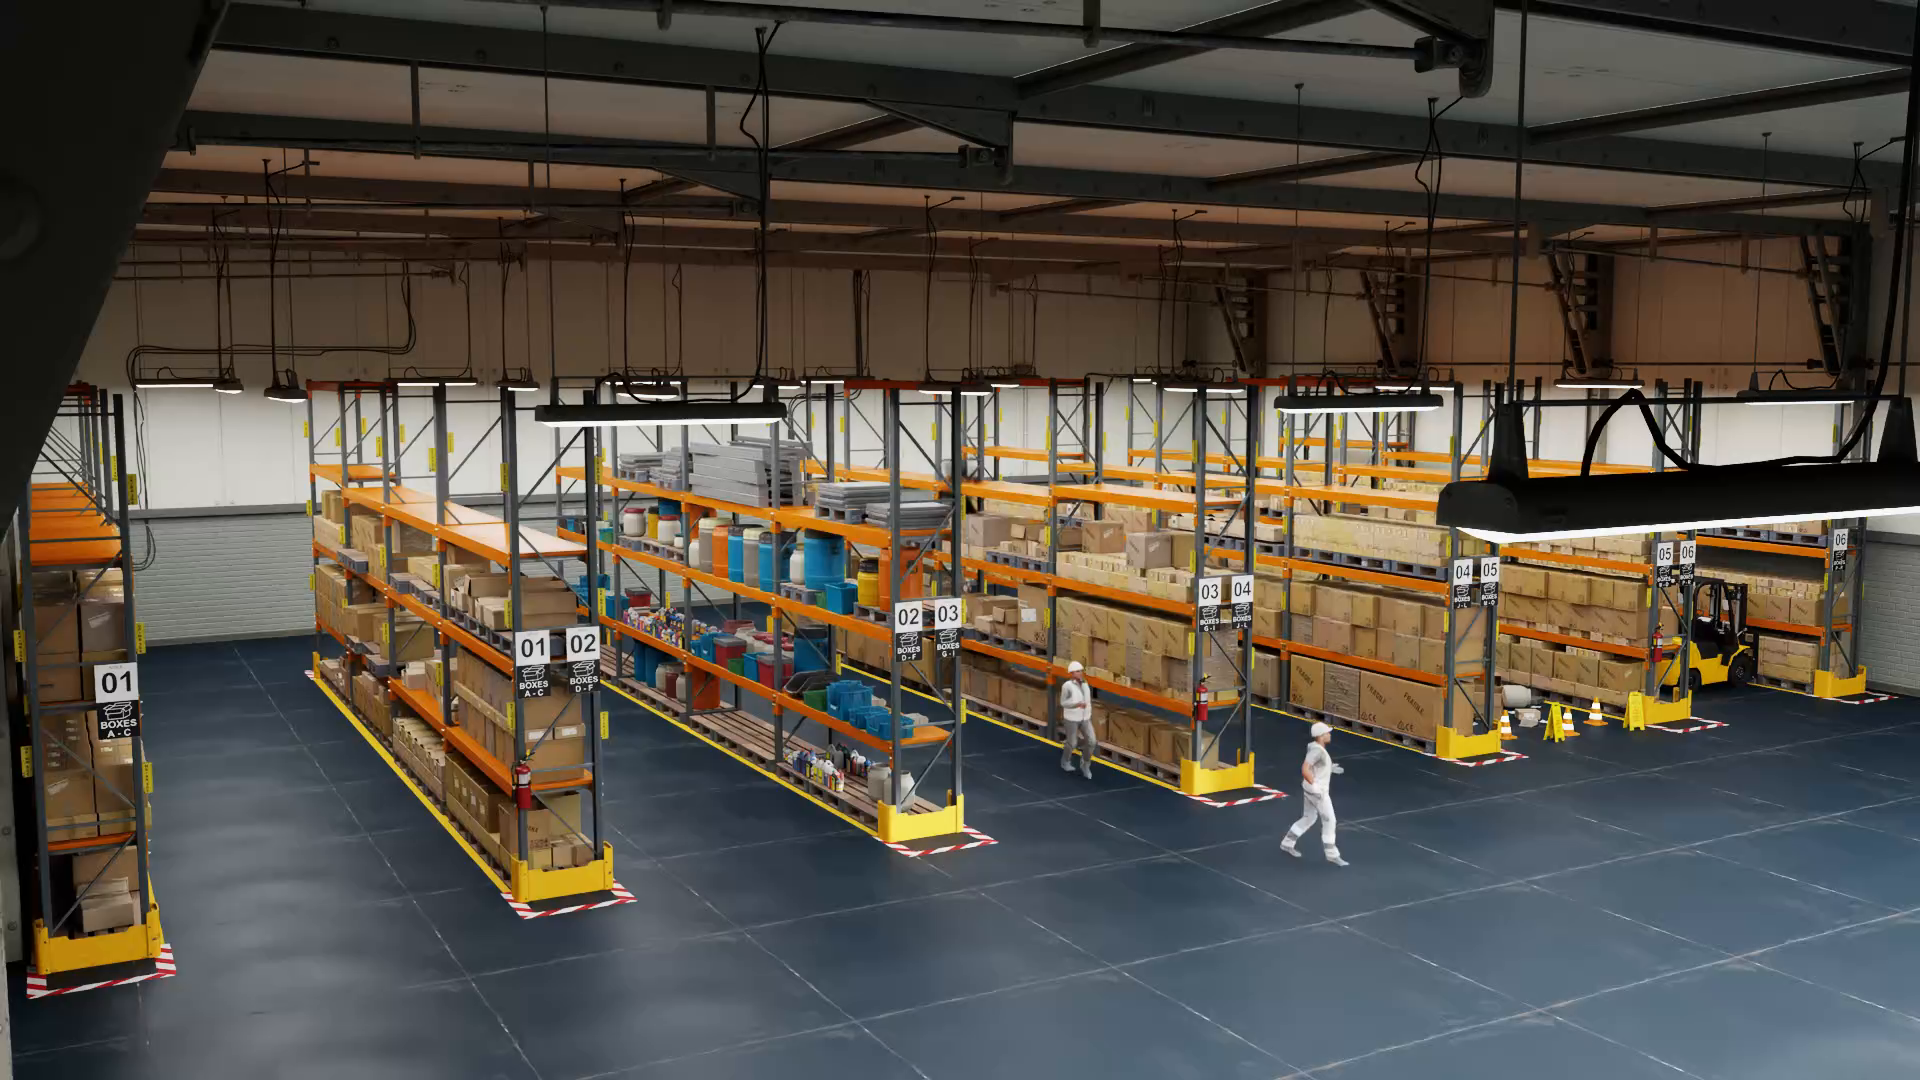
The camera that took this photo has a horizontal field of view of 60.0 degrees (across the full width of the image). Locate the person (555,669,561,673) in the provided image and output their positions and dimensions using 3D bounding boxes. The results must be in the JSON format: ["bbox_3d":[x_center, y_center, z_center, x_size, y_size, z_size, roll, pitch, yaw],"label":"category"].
[{"bbox_3d":[-7.270,2.318,29.305,0.621,1.801,0.886,-5,8,-39],"label":"person"}]

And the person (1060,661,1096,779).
[{"bbox_3d":[1.800,2.759,25.453,0.635,1.822,0.756,-3,7,-29],"label":"person"}]

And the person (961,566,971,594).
[{"bbox_3d":[-0.039,1.439,38.351,0.614,1.720,0.740,-4,7,-31],"label":"person"}]

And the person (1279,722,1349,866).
[{"bbox_3d":[4.489,3.201,21.032,0.852,1.821,0.660,0,6,0],"label":"person"}]
